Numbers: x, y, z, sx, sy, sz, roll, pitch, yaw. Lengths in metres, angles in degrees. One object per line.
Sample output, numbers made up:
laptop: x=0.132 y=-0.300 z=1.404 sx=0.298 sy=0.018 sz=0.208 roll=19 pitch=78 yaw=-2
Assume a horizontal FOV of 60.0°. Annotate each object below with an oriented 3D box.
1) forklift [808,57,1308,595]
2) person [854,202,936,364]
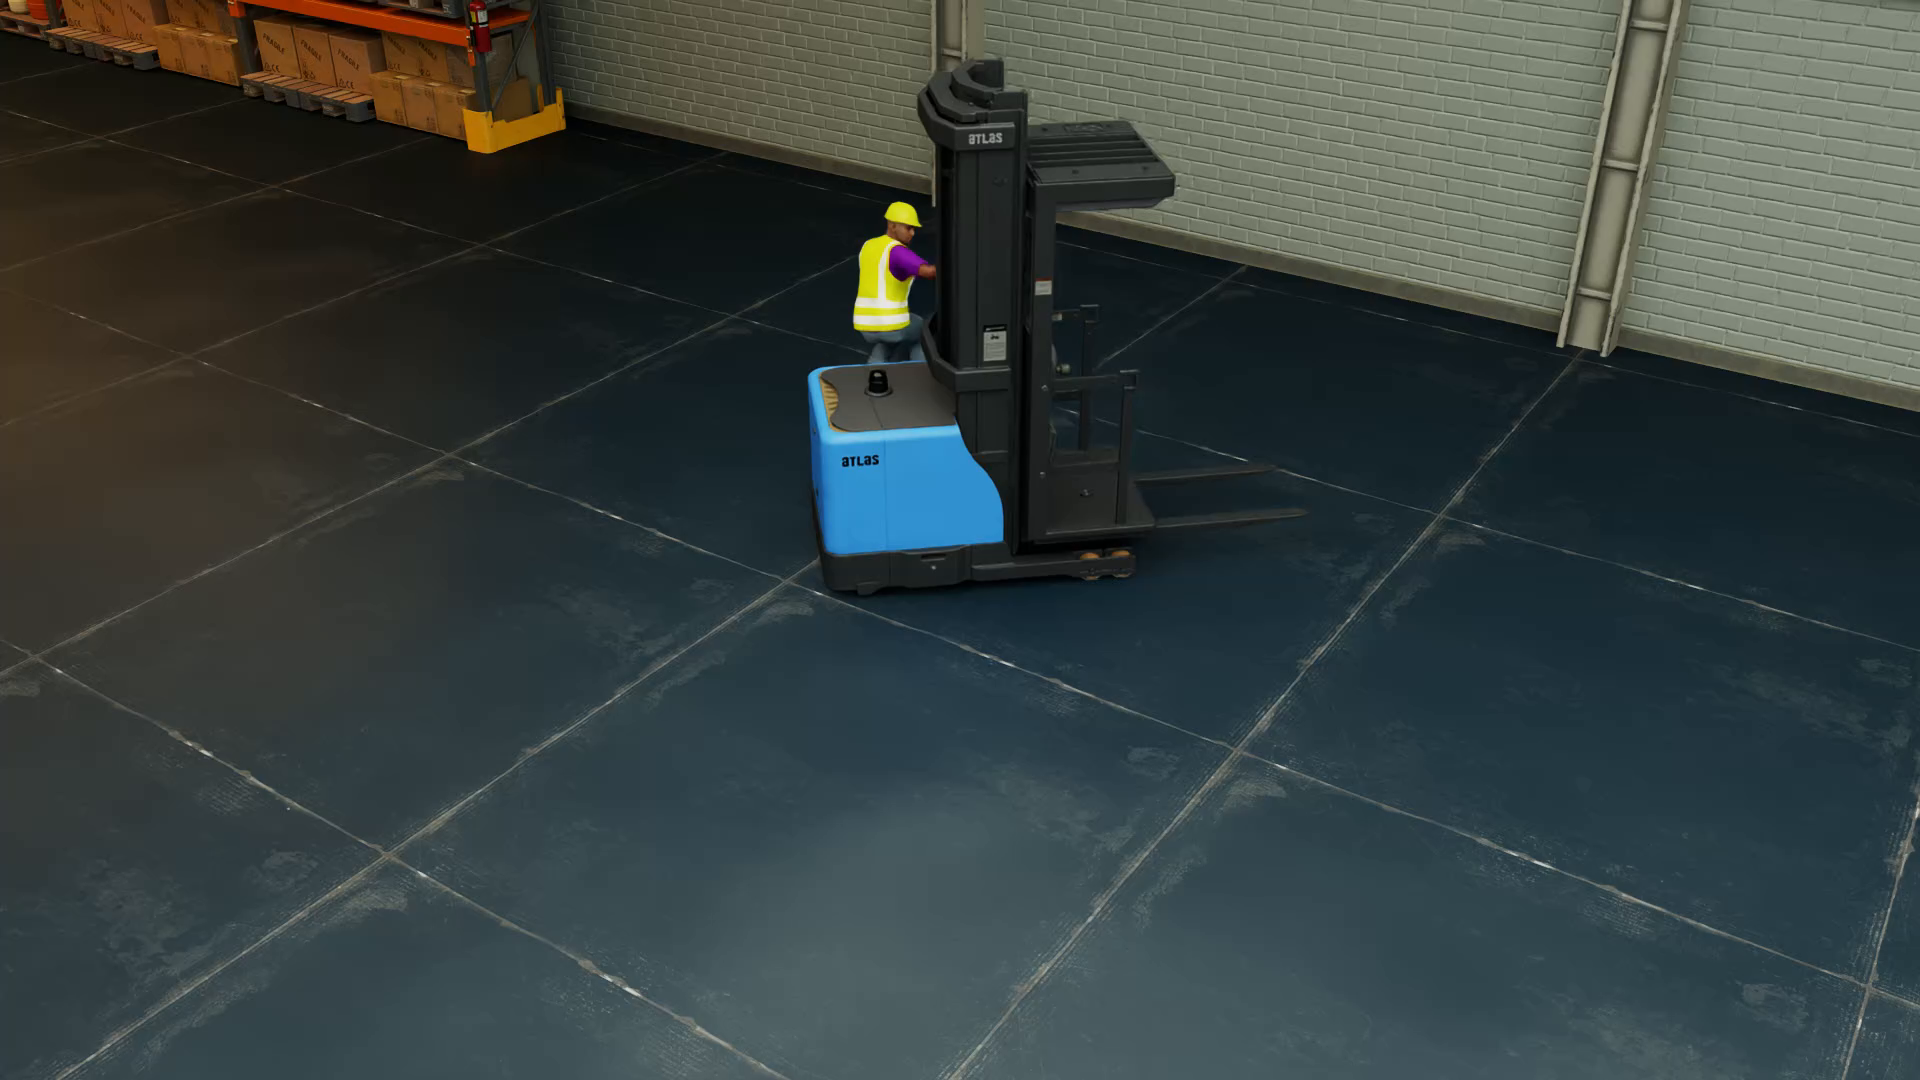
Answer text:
forklift: x=0.620 y=-1.279 z=9.784 sx=3.031 sy=2.935 sz=1.130 roll=-5 pitch=30 yaw=-8
person: x=-0.342 y=-1.718 z=11.998 sx=0.837 sy=1.478 sz=0.992 roll=20 pitch=36 yaw=31
